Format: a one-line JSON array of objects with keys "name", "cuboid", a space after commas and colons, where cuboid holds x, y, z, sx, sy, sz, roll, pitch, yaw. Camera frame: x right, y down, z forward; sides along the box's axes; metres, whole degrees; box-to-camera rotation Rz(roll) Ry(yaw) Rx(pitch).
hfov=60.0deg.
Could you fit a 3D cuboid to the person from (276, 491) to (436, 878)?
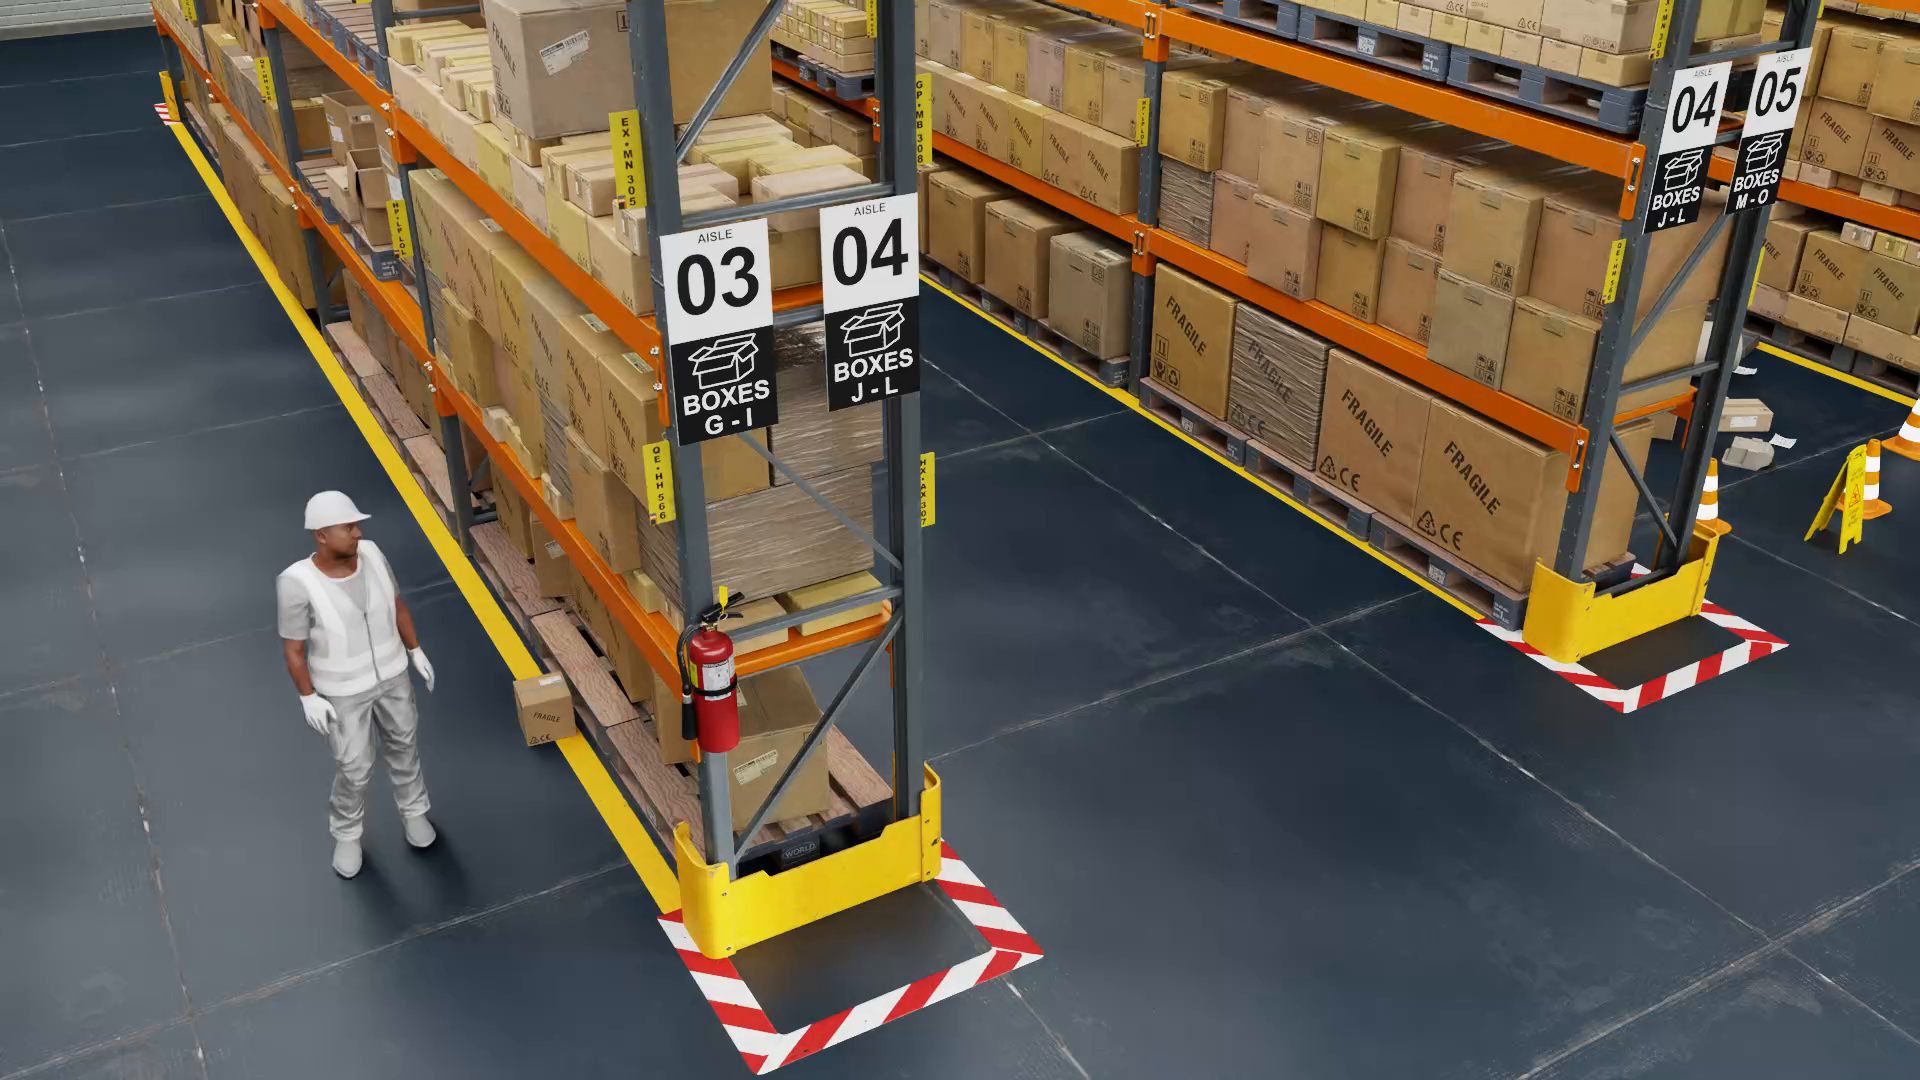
[{"name": "person", "cuboid": [-2.651, 0.624, 7.384, 0.391, 1.784, 0.630, 22, 35, 34]}]
